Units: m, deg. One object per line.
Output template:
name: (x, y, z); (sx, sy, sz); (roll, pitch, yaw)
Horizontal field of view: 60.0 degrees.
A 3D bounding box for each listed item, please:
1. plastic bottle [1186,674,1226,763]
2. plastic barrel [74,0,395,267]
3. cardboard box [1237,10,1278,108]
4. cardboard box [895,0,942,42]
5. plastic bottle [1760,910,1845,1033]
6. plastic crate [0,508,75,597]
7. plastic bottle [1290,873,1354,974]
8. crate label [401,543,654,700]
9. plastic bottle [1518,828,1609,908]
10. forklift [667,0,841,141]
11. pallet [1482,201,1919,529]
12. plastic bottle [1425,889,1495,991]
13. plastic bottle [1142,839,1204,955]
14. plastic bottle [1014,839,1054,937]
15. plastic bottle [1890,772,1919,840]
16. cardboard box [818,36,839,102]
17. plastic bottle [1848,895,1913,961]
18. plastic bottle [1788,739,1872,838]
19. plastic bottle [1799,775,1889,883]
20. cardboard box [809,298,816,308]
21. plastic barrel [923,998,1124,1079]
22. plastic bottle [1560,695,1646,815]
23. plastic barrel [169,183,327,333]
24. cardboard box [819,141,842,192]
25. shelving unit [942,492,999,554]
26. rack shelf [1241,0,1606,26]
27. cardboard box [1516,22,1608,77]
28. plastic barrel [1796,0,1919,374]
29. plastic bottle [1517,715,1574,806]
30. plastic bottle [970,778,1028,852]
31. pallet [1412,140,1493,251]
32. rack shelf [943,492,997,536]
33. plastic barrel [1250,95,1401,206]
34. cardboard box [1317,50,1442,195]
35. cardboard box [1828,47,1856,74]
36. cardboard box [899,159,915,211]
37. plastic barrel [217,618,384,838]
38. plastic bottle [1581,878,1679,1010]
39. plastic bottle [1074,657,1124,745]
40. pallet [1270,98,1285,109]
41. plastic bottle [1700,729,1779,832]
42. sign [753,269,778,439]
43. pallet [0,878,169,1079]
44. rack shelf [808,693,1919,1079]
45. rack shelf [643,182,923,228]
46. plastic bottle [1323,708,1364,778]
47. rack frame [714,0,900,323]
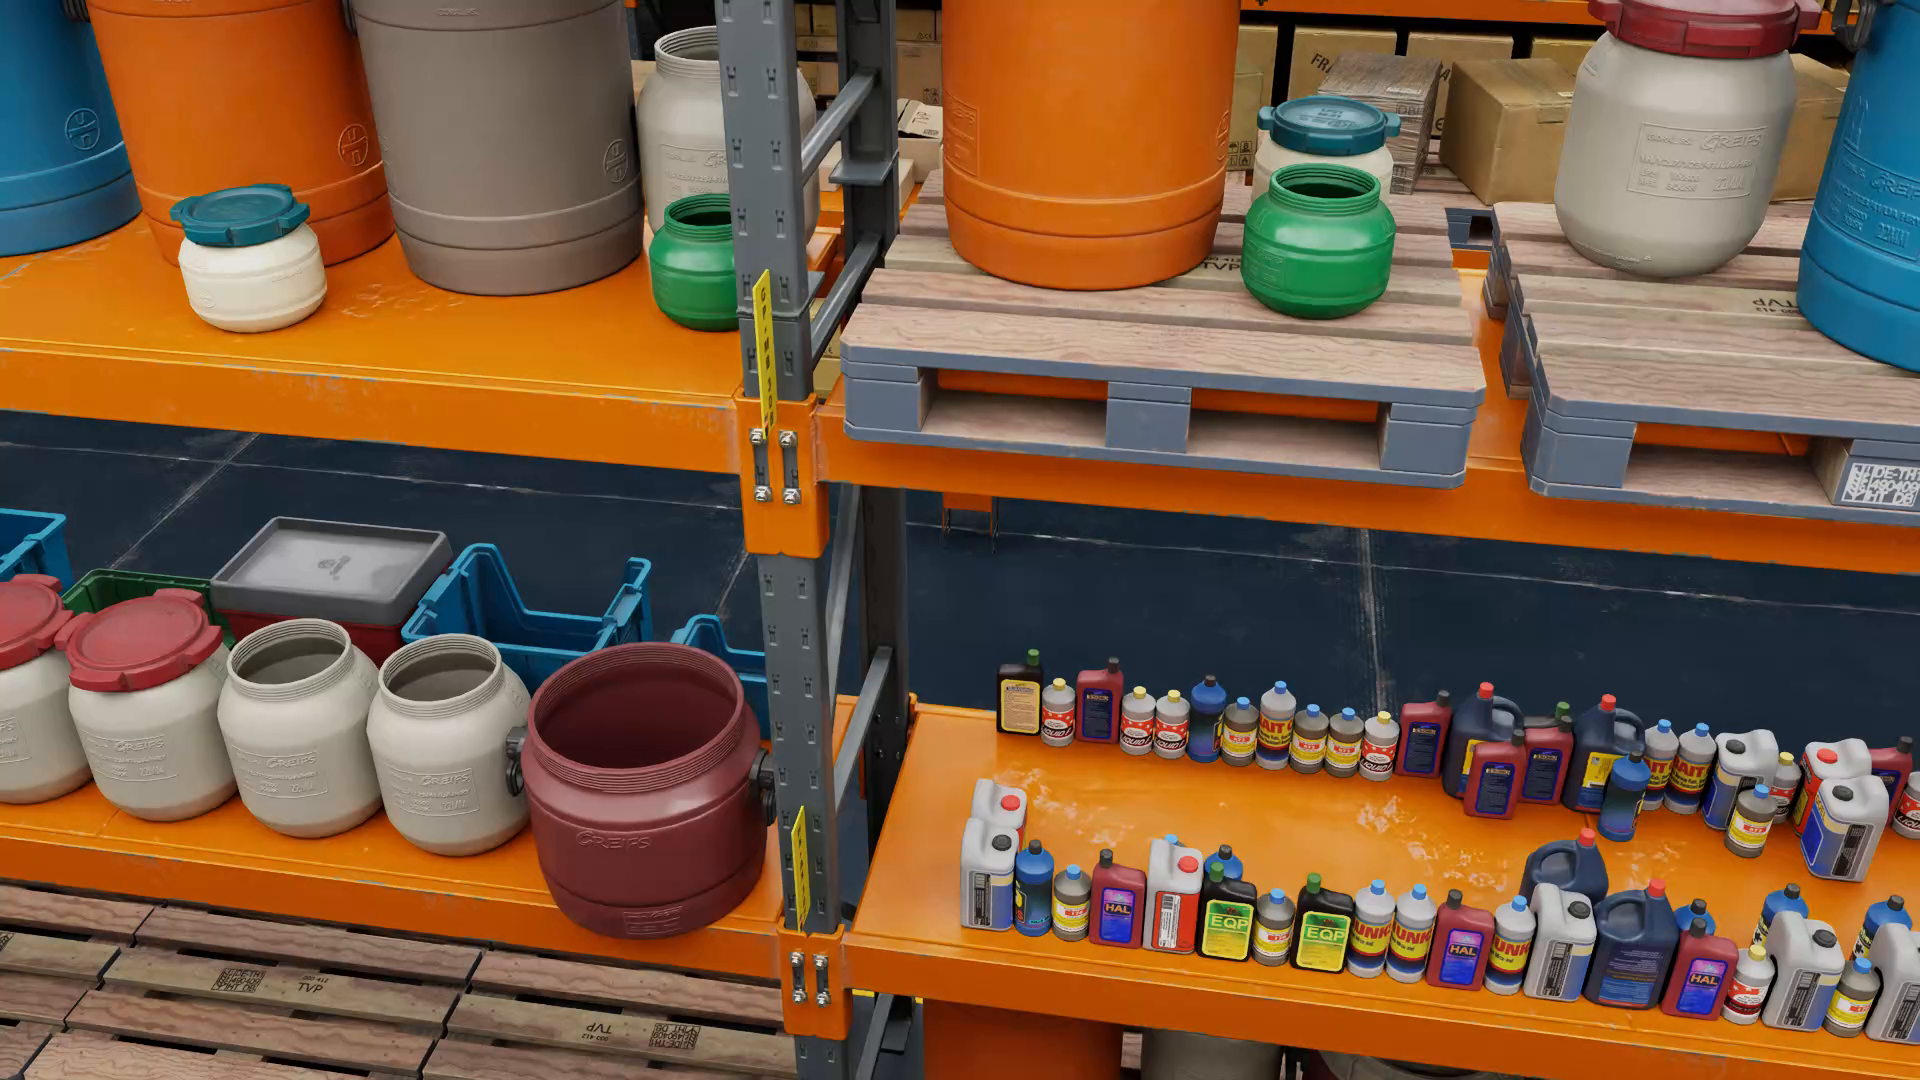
plastic bottle: (0.704, 0.501, 4.744); (0.097, 0.271, 0.097); (0, 32, 0)
plastic barrel: (-1.714, -1.123, 3.986); (0.708, 0.830, 0.600); (5, 32, 8)
cardboard box: (2.073, -3.739, 13.026); (0.750, 0.750, 0.750); (5, 32, 8)
cardboard box: (-0.407, -4.215, 13.391); (0.500, 0.250, 0.500); (5, 32, 8)
plastic bottle: (1.985, 1.009, 3.928); (0.135, 0.276, 0.152); (5, 32, 8)
plastic crate: (-3.100, 0.161, 5.181); (0.575, 0.384, 0.392); (5, 32, 8)
plastic bottle: (0.884, 0.930, 4.047); (0.133, 0.283, 0.061); (5, 32, 8)
crate label: (-1.230, 0.330, 4.862); (0.616, 0.435, 0.502); (5, 32, 8)
plastic bottle: (1.493, 0.853, 4.107); (0.185, 0.351, 0.144); (5, 32, 8)
forklift: (-0.979, -3.025, 10.321); (3.031, 2.935, 1.130); (5, 32, 8)
pallet: (1.739, -0.378, 3.377); (1.213, 0.211, 1.003); (5, 32, 8)
plastic bottle: (1.207, 0.960, 4.000); (0.133, 0.283, 0.061); (5, 32, 8)
plastic bottle: (0.532, 0.877, 4.139); (0.135, 0.276, 0.152); (5, 32, 8)
plastic bottle: (0.186, 0.862, 4.167); (0.097, 0.271, 0.097); (0, 32, 0)
plastic bottle: (2.592, 0.701, 4.490); (0.097, 0.201, 0.097); (0, 32, 0)
cardboard box: (-0.830, -3.946, 13.669); (0.500, 0.500, 0.700); (6, 32, 9)
plastic bottle: (2.217, 0.964, 4.004); (0.097, 0.271, 0.097); (0, 32, 0)
plastic bottle: (2.342, 0.662, 4.482); (0.135, 0.276, 0.152); (5, 32, 8)
plastic bottle: (2.316, 0.741, 4.355); (0.135, 0.276, 0.152); (5, 32, 8)
cardboard box: (-1.027, -1.273, 9.123); (0.500, 0.311, 0.500); (5, 32, 8)
plastic barrel: (0.189, 1.352, 4.912); (0.708, 0.830, 0.600); (5, 32, 8)
plastic bottle: (1.764, 0.576, 4.550); (0.185, 0.351, 0.144); (5, 32, 8)
plastic barrel: (-1.589, -0.629, 3.731); (0.301, 0.262, 0.301); (0, 32, 0)
cardboard box: (-0.726, -1.993, 8.843); (0.250, 0.149, 0.380); (8, 33, 12)
shelving unit: (0.053, -0.440, 7.964); (0.252, 1.050, 0.215); (5, 32, 8)
rack shelf: (3.342, -4.123, 12.687); (4.000, 0.370, 1.077); (5, 32, 8)
cardboard box: (4.651, -3.506, 12.654); (0.750, 0.750, 0.750); (6, 32, 9)
plastic barrel: (1.939, -0.802, 3.009); (0.708, 0.901, 0.600); (5, 32, 8)
plastic bottle: (1.604, 0.600, 4.574); (0.133, 0.283, 0.061); (5, 32, 8)
plastic bottle: (0.101, 0.756, 4.332); (0.135, 0.276, 0.152); (5, 32, 8)
pallet: (2.459, -1.762, 8.419); (1.213, 0.211, 1.003); (5, 32, 8)
rack shelf: (0.053, -0.196, 8.117); (0.240, 0.259, 0.215); (5, 32, 8)
plastic barrel: (0.785, -0.796, 3.603); (0.301, 0.262, 0.301); (0, 32, 0)
cardboard box: (2.050, -2.057, 8.218); (0.500, 0.500, 0.700); (11, 34, 17)
cardboard box: (6.703, -3.570, 12.475); (0.250, 0.149, 0.380); (4, 32, 7)
cardboard box: (-0.392, -1.844, 8.606); (0.250, 0.149, 0.380); (5, 32, 8)
plastic barrel: (-1.761, 0.510, 4.502); (0.421, 0.512, 0.421); (0, 32, 0)
plastic bottle: (1.600, 0.944, 3.961); (0.185, 0.351, 0.144); (5, 32, 8)
plastic bottle: (0.402, 0.458, 4.800); (0.133, 0.283, 0.061); (5, 32, 8)
pallet: (2.135, -3.314, 13.346); (1.213, 0.211, 1.003); (5, 32, 8)
plastic bottle: (2.113, 0.641, 4.516); (0.135, 0.276, 0.152); (5, 32, 8)
sign: (-0.382, -0.363, 3.275); (0.005, 0.325, 0.100); (5, 32, 8)
pallet: (-3.459, 1.450, 5.734); (1.213, 0.211, 1.003); (5, 32, 8)
rack shelf: (1.675, 1.059, 4.409); (4.000, 0.370, 1.077); (5, 32, 8)
rack shelf: (-1.431, -1.889, 9.118); (4.000, 0.370, 1.077); (5, 32, 8)
plastic bottle: (1.088, 0.565, 4.707); (0.097, 0.201, 0.097); (0, 32, 0)
rack frame: (-0.296, -1.968, 2.912); (0.127, 3.000, 1.000); (5, 32, 8)
